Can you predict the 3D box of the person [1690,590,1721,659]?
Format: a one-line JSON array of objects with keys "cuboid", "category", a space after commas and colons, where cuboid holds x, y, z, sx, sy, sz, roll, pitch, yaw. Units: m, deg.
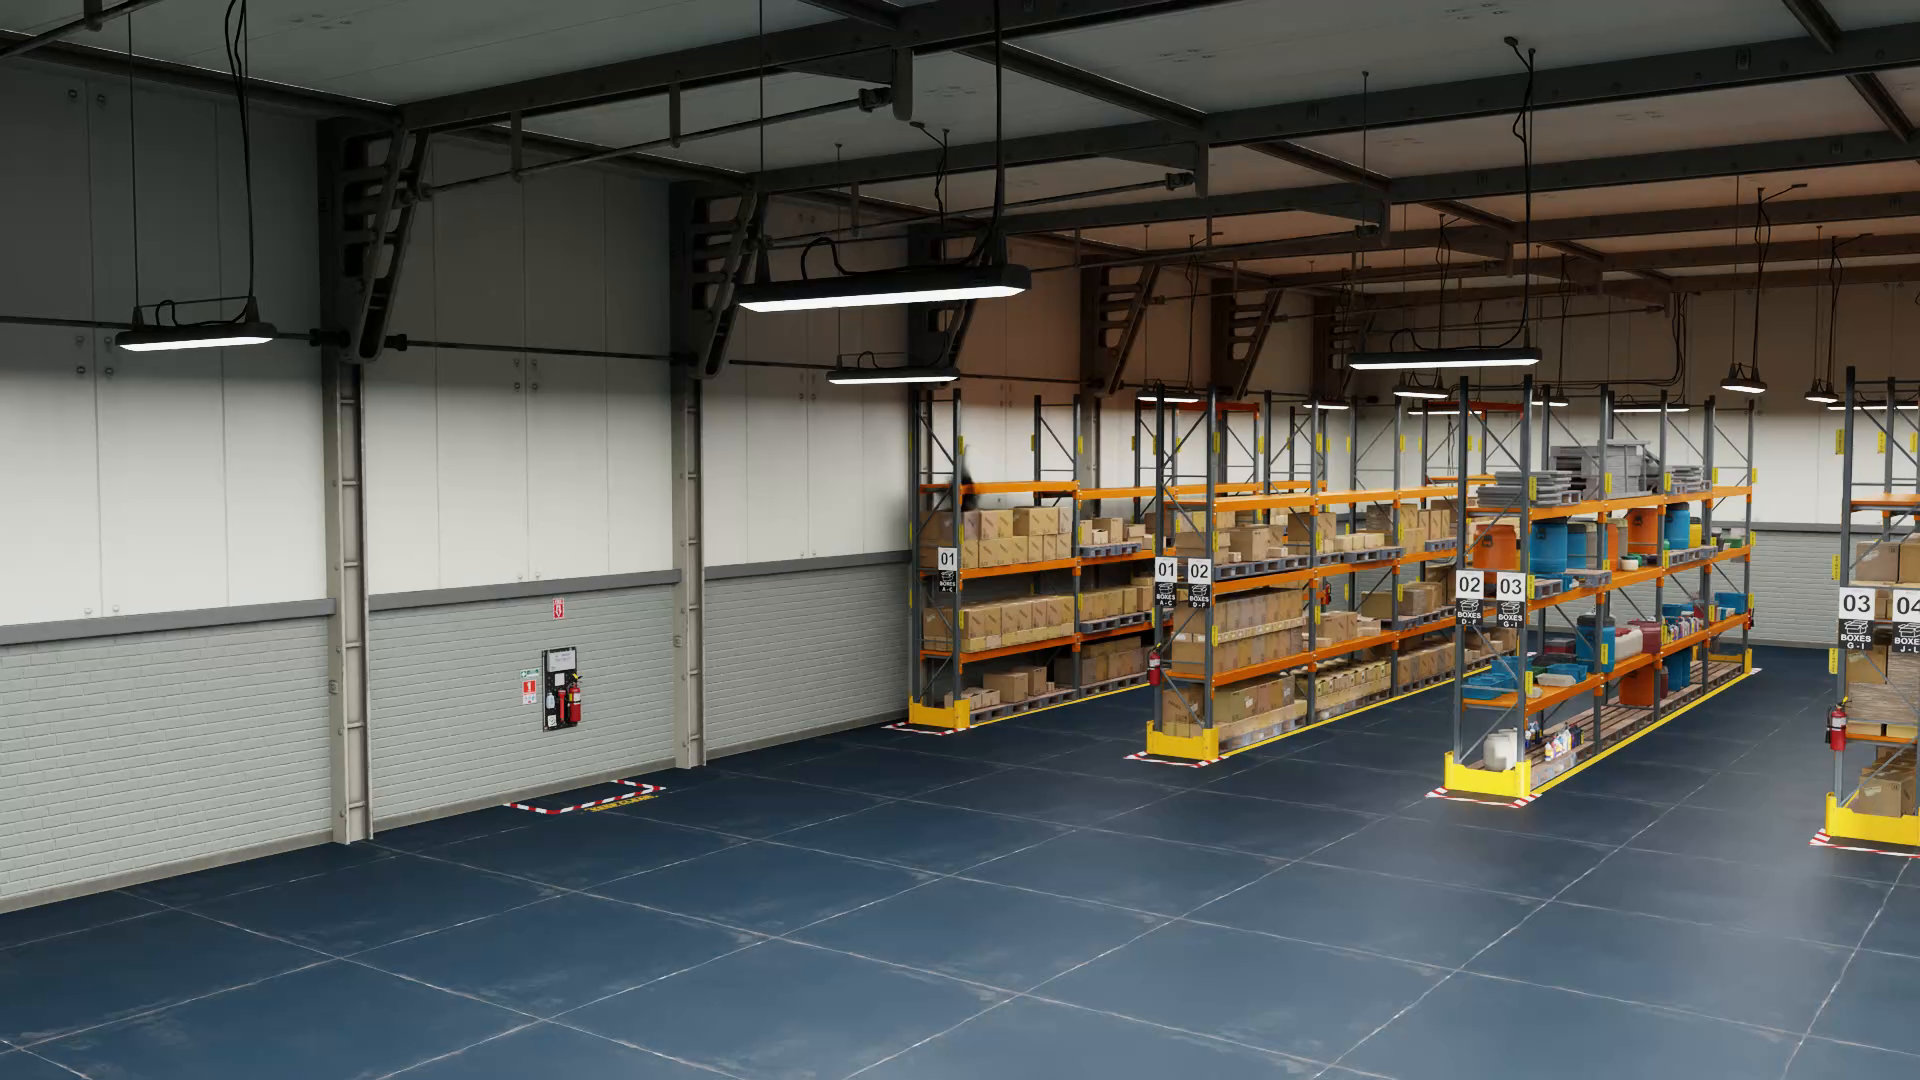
[{"cuboid": [17.217, 1.977, 38.320, 0.649, 1.672, 0.896, -1, 3, -14], "category": "person"}]
